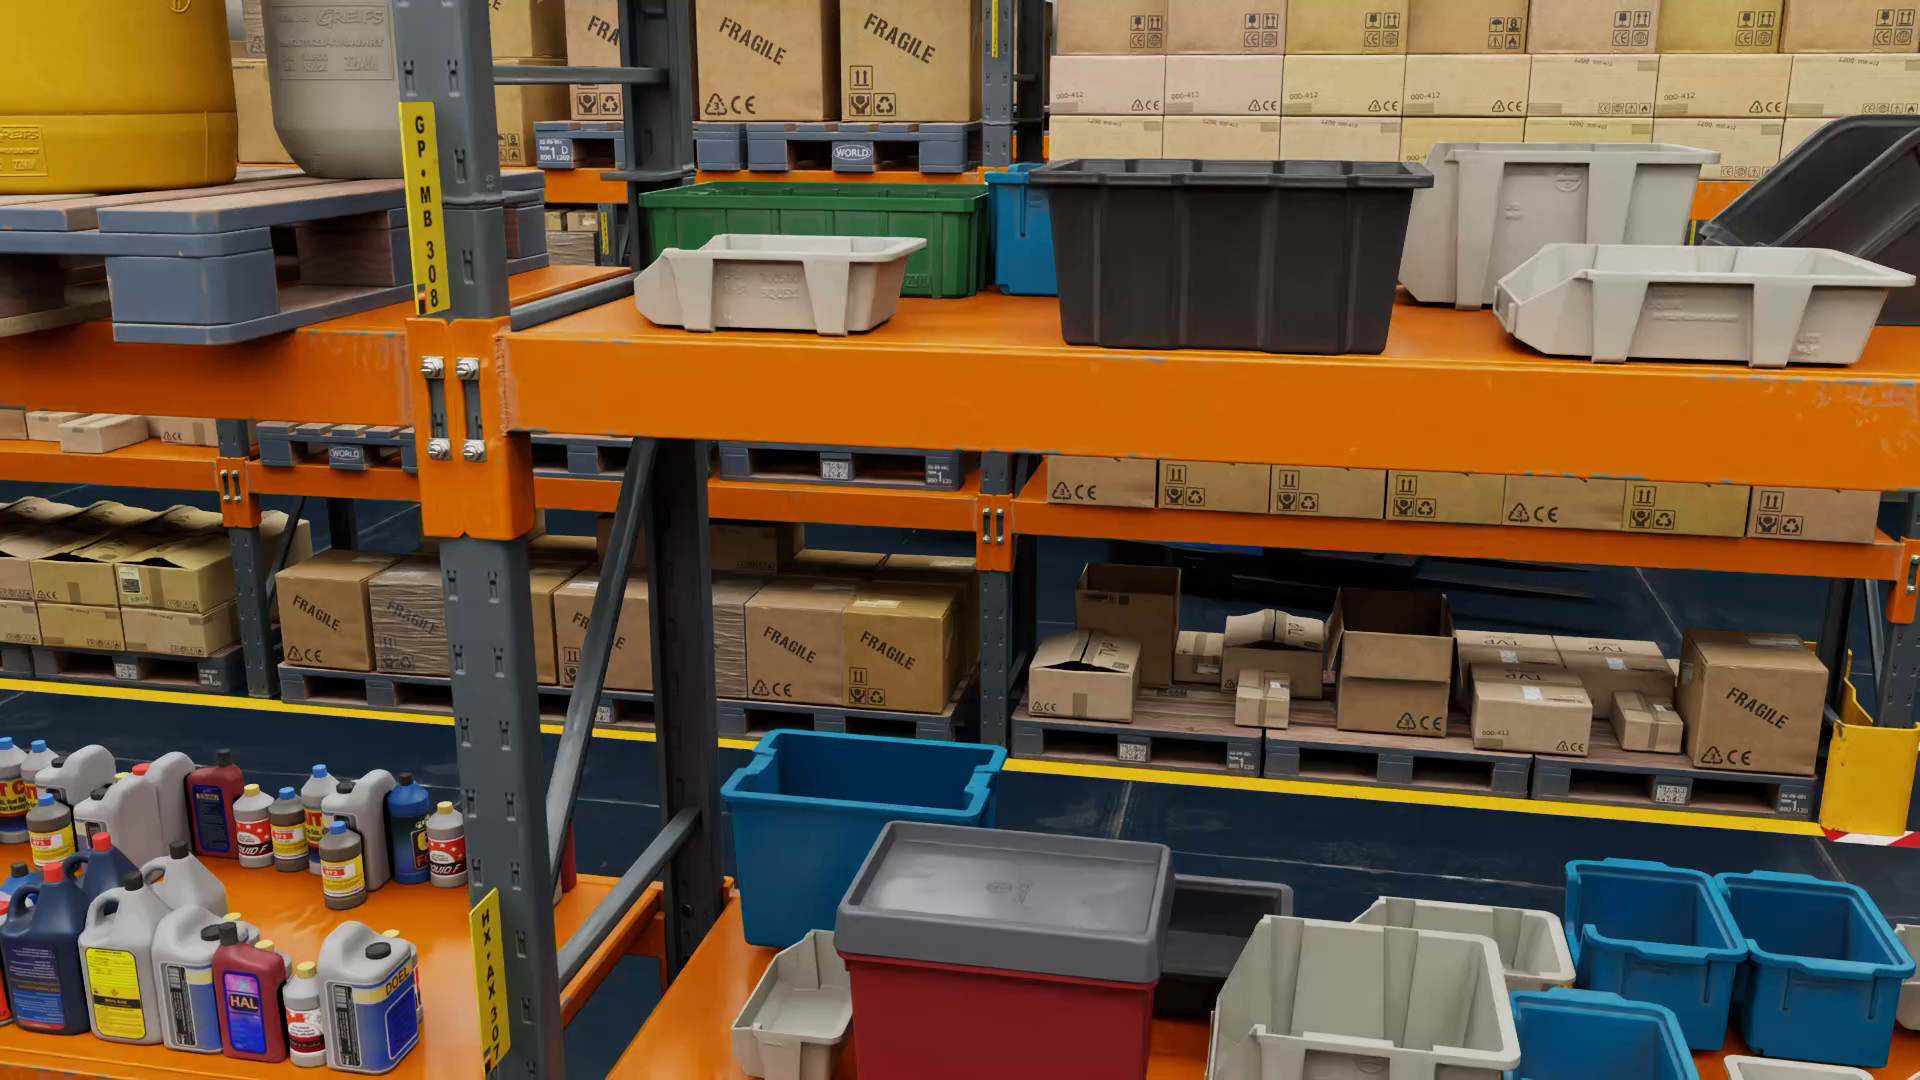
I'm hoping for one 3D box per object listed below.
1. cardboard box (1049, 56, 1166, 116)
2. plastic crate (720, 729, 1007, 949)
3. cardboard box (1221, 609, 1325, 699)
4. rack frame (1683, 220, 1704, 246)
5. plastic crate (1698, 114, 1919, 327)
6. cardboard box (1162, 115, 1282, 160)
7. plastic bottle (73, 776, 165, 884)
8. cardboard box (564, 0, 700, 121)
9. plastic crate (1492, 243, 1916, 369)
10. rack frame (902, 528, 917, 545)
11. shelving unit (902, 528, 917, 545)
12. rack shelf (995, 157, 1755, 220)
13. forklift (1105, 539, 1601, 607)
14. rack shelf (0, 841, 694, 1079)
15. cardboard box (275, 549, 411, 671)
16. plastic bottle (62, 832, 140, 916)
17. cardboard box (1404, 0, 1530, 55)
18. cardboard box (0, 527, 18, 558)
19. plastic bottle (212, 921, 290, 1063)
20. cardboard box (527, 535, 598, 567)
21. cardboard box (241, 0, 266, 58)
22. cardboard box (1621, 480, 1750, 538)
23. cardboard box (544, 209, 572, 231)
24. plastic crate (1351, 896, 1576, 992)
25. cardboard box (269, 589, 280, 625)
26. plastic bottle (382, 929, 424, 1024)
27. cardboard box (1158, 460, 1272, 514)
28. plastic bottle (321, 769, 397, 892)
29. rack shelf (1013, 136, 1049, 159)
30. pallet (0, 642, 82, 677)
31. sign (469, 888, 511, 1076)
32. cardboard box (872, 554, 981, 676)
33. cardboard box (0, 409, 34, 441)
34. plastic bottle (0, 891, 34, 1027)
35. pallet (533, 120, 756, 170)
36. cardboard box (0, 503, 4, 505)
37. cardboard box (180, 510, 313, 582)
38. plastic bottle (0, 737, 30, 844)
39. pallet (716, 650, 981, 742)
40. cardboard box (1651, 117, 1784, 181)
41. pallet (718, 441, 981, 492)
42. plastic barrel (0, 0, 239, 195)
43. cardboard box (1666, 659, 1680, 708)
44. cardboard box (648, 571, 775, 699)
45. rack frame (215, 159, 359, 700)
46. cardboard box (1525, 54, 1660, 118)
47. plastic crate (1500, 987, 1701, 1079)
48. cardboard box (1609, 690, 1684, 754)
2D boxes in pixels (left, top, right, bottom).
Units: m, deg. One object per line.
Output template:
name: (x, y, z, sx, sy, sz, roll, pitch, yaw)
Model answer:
cardboard box: (0.686, -2.035, 7.445, 0.500, 0.250, 0.500, 3, 16, 11)
plastic crate: (-0.207, 0.698, 3.769, 0.575, 0.384, 0.392, 3, 16, 11)
cardboard box: (1.609, 0.568, 8.535, 0.500, 0.311, 0.500, 3, 16, 11)
rack frame: (5.162, -1.595, 12.131, 0.127, 3.000, 1.000, 3, 16, 11)
plastic crate: (1.745, -0.572, 2.935, 0.767, 0.338, 0.504, 3, 16, 11)
cardboard box: (1.175, -1.767, 7.413, 0.500, 0.250, 0.500, 3, 16, 11)
plastic bottle: (-2.047, 0.710, 4.042, 0.135, 0.276, 0.152, 3, 16, 11)
cardboard box: (-1.528, -2.372, 8.157, 0.600, 0.600, 0.600, 2, 16, 9)
plastic crate: (1.113, -0.367, 2.572, 0.530, 0.136, 0.437, 3, 16, 11)
rack frame: (-0.365, -0.743, 11.863, 0.023, 1.500, 0.400, 3, 16, 11)
shelving unit: (-0.007, -0.723, 11.793, 0.755, 1.500, 0.431, 3, 16, 11)
rack shelf: (2.219, -1.504, 7.531, 4.000, 0.370, 1.077, 3, 16, 11)
forklift: (2.524, -1.095, 10.453, 3.031, 2.935, 1.130, 7, 17, 23)
rack shelf: (-2.692, 1.024, 4.023, 4.000, 0.370, 1.077, 3, 16, 11)
cardboard box: (-3.272, 0.367, 8.906, 0.500, 0.500, 0.500, 4, 16, 13)
plastic bottle: (-1.850, 0.797, 3.589, 0.185, 0.351, 0.144, 3, 16, 11)
cardboard box: (2.216, -2.396, 7.343, 0.500, 0.500, 0.700, 3, 16, 11)
cardboard box: (-5.719, 0.084, 9.384, 0.500, 0.311, 0.500, 4, 16, 13)
plastic bottle: (-1.418, 0.903, 3.330, 0.133, 0.283, 0.061, 3, 16, 11)
cardboard box: (-2.191, 0.284, 9.205, 0.500, 0.500, 0.500, 3, 16, 9)
cardboard box: (-3.235, -2.675, 8.351, 0.500, 0.500, 0.500, 3, 16, 11)
cardboard box: (3.176, -0.326, 7.364, 0.500, 0.500, 0.500, 3, 16, 12)
cardboard box: (-3.340, -2.617, 13.594, 0.250, 0.149, 0.380, 0, 15, 2)
plastic crate: (1.034, 0.896, 3.519, 0.466, 0.136, 0.293, 3, 16, 11)
cardboard box: (-4.116, 0.294, 9.677, 0.500, 0.250, 0.500, 3, 16, 11)
plastic bottle: (-1.176, 0.910, 3.461, 0.097, 0.201, 0.097, 0, 15, 0)
cardboard box: (1.206, -0.435, 7.756, 0.500, 0.500, 0.500, 3, 16, 12)
plastic bottle: (-1.468, 0.700, 4.078, 0.135, 0.276, 0.152, 3, 16, 11)
rack shelf: (-0.718, -3.013, 12.979, 4.000, 0.370, 1.077, 3, 16, 11)
pallet: (-5.652, 0.500, 9.792, 1.213, 0.211, 1.003, 3, 16, 11)
sign: (-0.843, 0.794, 2.987, 0.005, 0.325, 0.100, 3, 16, 11)
cardboard box: (-0.167, 0.392, 8.818, 0.500, 0.500, 0.500, 2, 16, 9)
cardboard box: (-5.309, -0.858, 9.282, 0.500, 0.500, 0.500, 2, 16, 8)
plastic bottle: (-2.035, 0.861, 3.497, 0.135, 0.276, 0.152, 3, 16, 11)
pallet: (-1.383, -1.974, 8.232, 1.003, 0.211, 1.213, 3, 16, 11)
cardboard box: (-6.127, -0.085, 9.993, 0.500, 0.311, 0.500, 3, 16, 11)
cardboard box: (-4.116, 0.023, 9.602, 0.500, 0.311, 0.500, 4, 16, 13)
plastic bottle: (-2.448, 0.642, 4.298, 0.097, 0.271, 0.097, 0, 15, 0)
pallet: (-0.546, 0.799, 8.713, 1.213, 0.211, 1.003, 3, 16, 11)
cardboard box: (3.135, -1.660, 7.027, 0.500, 0.250, 0.500, 3, 16, 11)
pallet: (-0.503, -0.490, 8.502, 1.213, 0.211, 1.003, 3, 16, 11)
plastic barrel: (-1.667, -0.950, 3.045, 0.600, 0.588, 0.600, 0, 15, 0)
cardboard box: (3.592, 0.729, 8.224, 0.250, 0.166, 0.380, 3, 16, 11)
cardboard box: (-1.256, 0.474, 8.519, 0.500, 0.500, 0.500, 3, 16, 12)
rack frame: (-3.661, -0.724, 8.988, 0.127, 3.000, 1.000, 3, 16, 11)
cardboard box: (2.645, -1.928, 7.058, 0.500, 0.250, 0.500, 3, 16, 11)
plastic crate: (1.124, 1.006, 2.941, 0.300, 0.233, 0.416, 3, 16, 11)
cardboard box: (3.218, 0.845, 7.806, 0.250, 0.166, 0.380, 3, 16, 11)
